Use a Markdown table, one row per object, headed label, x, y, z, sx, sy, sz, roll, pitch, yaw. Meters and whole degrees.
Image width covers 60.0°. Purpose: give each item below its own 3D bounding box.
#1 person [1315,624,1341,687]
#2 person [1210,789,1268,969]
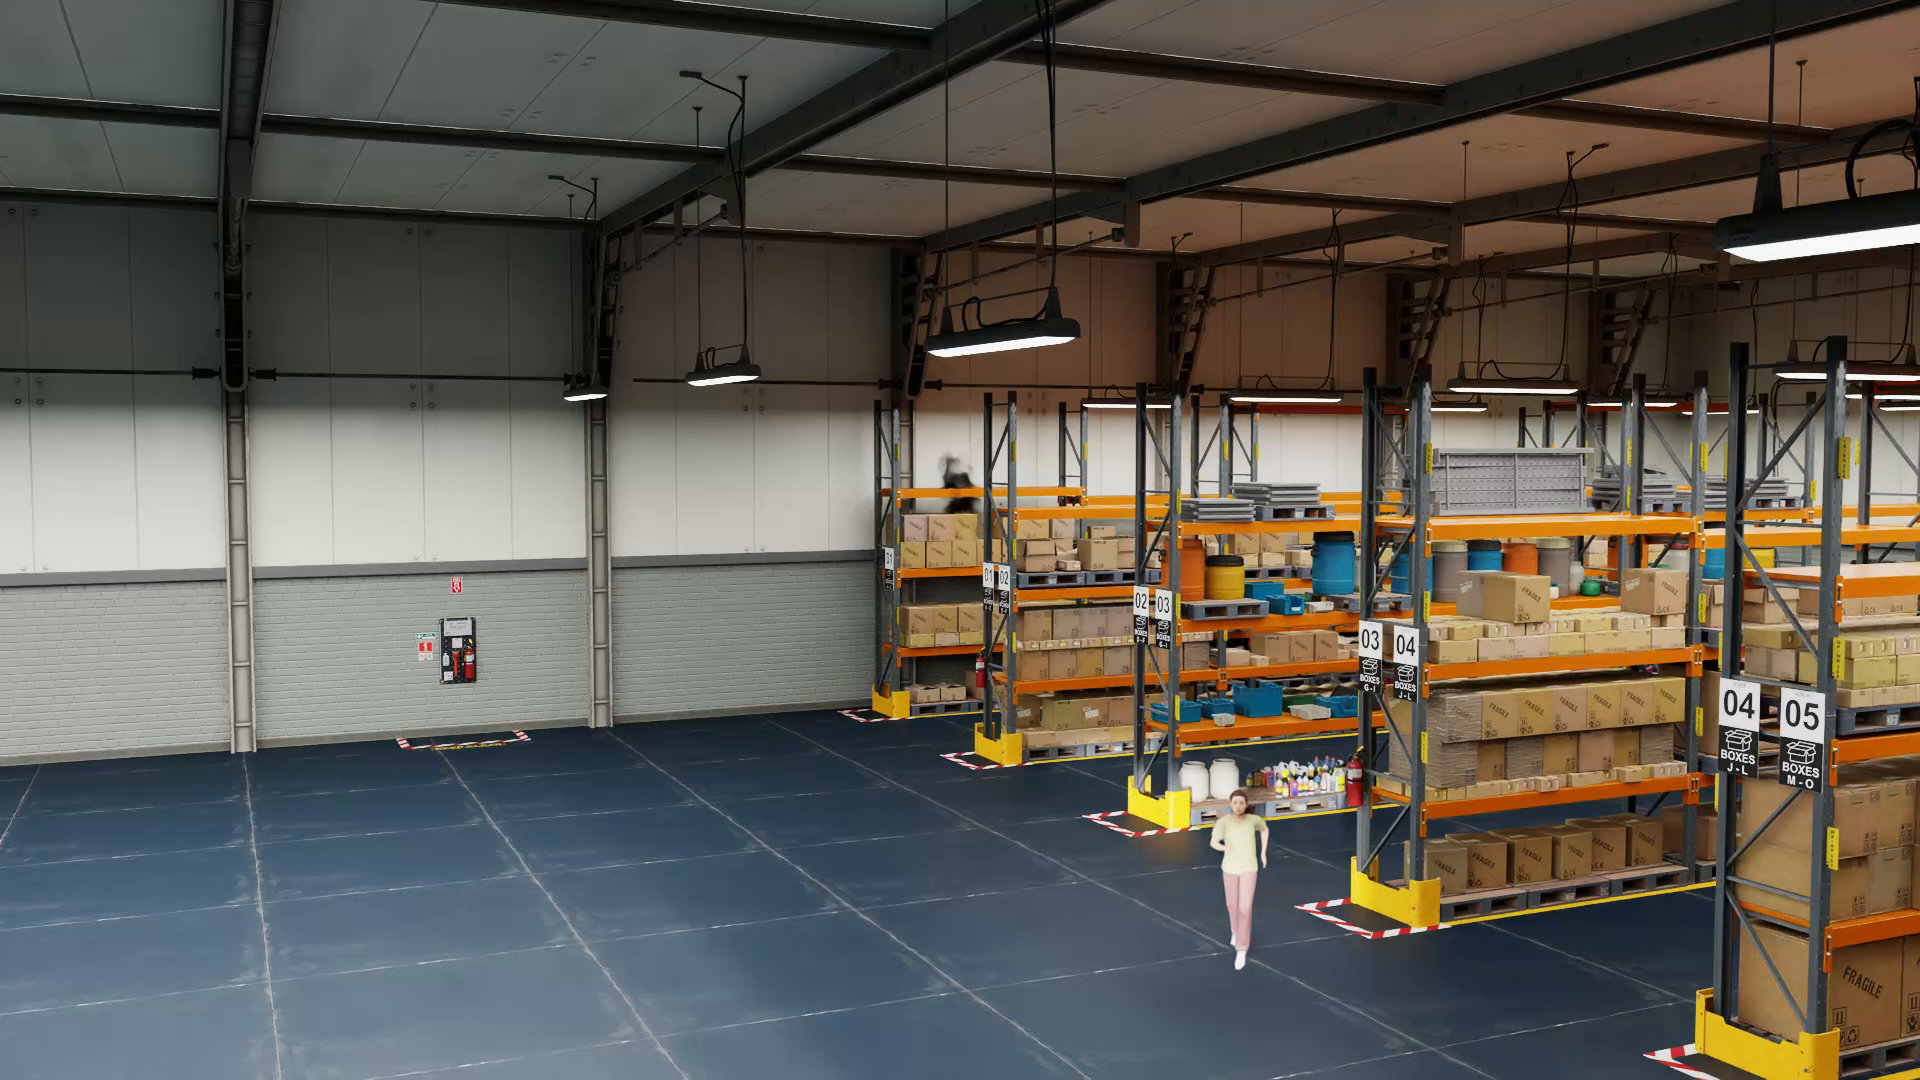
| label | x | y | z | sx | sy | sz | roll | pitch | yaw |
| --- | --- | --- | --- | --- | --- | --- | --- | --- | --- |
| person | 7.272 | 2.416 | 32.761 | 0.729 | 1.753 | 0.578 | -3 | 4 | -38 |
| person | 2.801 | 3.344 | 16.706 | 0.545 | 1.716 | 0.840 | 1 | 3 | 16 |
